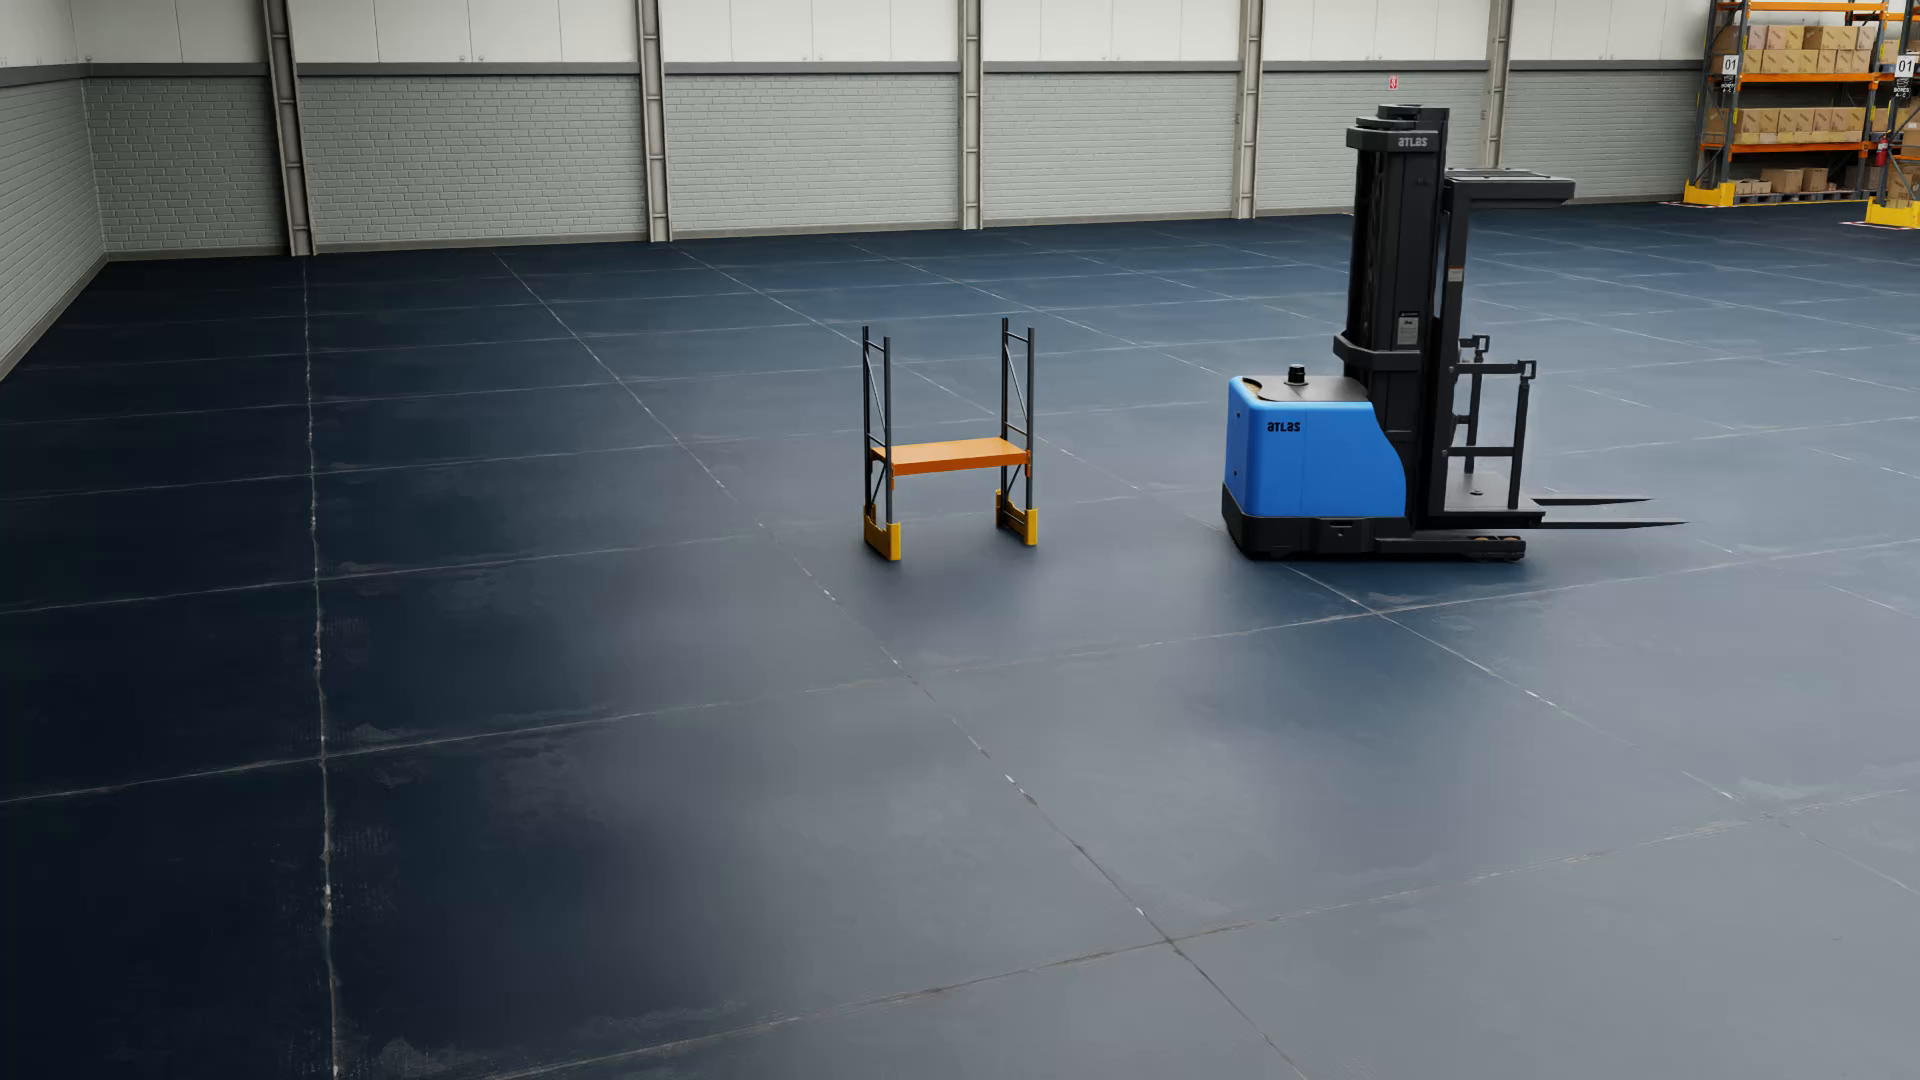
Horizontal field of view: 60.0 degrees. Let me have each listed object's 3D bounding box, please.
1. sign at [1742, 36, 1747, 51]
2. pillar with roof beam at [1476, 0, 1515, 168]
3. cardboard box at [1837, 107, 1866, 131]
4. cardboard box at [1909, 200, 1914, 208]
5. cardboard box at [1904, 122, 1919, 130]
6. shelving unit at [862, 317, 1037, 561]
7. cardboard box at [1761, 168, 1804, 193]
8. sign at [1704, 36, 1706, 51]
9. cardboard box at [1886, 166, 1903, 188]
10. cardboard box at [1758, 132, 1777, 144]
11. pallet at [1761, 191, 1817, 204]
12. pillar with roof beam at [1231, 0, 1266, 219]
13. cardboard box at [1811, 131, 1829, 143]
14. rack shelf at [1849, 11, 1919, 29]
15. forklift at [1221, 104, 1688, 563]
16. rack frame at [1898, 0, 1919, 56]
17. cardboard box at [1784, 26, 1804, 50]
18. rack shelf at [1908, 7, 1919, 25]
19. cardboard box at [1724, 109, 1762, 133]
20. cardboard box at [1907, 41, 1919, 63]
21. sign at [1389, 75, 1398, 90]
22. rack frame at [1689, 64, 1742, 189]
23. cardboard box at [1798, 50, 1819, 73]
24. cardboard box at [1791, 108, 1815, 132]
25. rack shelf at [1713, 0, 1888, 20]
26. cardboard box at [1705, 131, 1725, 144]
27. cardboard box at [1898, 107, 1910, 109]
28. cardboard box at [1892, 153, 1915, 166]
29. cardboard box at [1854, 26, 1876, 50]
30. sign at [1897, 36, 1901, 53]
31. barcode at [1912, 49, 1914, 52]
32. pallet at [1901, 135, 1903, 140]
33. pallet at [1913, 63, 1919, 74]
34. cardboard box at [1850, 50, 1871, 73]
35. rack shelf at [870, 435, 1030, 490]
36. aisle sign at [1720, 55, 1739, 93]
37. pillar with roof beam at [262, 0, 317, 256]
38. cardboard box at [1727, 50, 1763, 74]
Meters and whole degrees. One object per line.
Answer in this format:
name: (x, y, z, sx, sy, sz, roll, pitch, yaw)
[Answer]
sign: (16.855, -10.669, 35.731, 0.005, 0.325, 0.100, -6, 17, -20)
pillar with roof beam: (12.942, -10.392, 31.016, 0.400, 9.000, 9.100, -6, 17, -20)
cardboard box: (20.065, -9.525, 37.609, 0.500, 0.500, 0.500, -6, 17, -20)
cardboard box: (19.017, -6.528, 32.639, 0.500, 0.250, 0.500, -6, 17, -20)
cardboard box: (18.725, -8.098, 32.522, 0.250, 0.149, 0.380, -6, 18, -21)
shelving unit: (-0.071, -0.712, 11.361, 1.083, 1.500, 0.587, -6, 17, -20)
cardboard box: (18.574, -8.129, 37.613, 0.500, 0.500, 0.700, -7, 18, -24)
sign: (16.481, -10.965, 36.720, 0.005, 0.325, 0.100, -6, 17, -20)
cardboard box: (21.542, -8.512, 38.916, 0.500, 0.500, 0.700, -7, 18, -21)
cardboard box: (17.710, -8.913, 36.855, 0.500, 0.250, 0.500, -7, 18, -22)
pallet: (18.640, -7.817, 37.844, 1.213, 0.211, 1.003, -6, 17, -20)
pillar with roof beam: (7.340, -9.787, 28.956, 0.400, 9.000, 9.100, -6, 17, -20)
cardboard box: (19.130, -9.064, 37.370, 0.500, 0.250, 0.500, -6, 17, -20)
rack shelf: (22.263, -11.899, 38.135, 4.000, 0.370, 1.077, -6, 17, -20)
forklift: (3.397, -1.406, 11.186, 3.031, 2.935, 1.130, 0, 16, 0)
rack frame: (18.437, -10.529, 31.480, 0.127, 3.000, 1.000, -6, 17, -20)
cardboard box: (18.068, -10.996, 36.410, 0.500, 0.500, 0.500, -6, 17, -19)
rack shelf: (20.304, -10.193, 32.325, 4.000, 0.370, 1.077, -6, 17, -20)
cardboard box: (17.214, -9.220, 36.570, 0.500, 0.500, 0.500, -6, 17, -20)
cardboard box: (22.087, -11.204, 38.180, 0.500, 0.500, 0.500, -7, 18, -22)
sign: (9.038, -9.545, 34.664, 0.199, 0.298, 0.001, -6, 17, -20)
rack frame: (16.661, -8.953, 36.763, 0.127, 3.000, 1.000, -6, 17, -20)
cardboard box: (18.553, -10.576, 36.751, 0.500, 0.500, 0.500, -5, 17, -17)
cardboard box: (18.642, -9.372, 37.090, 0.500, 0.500, 0.500, -6, 17, -18)
rack shelf: (18.528, -11.686, 36.706, 4.000, 0.370, 1.077, -6, 17, -20)
cardboard box: (17.028, -8.989, 37.115, 0.500, 0.250, 0.500, -6, 17, -19)
cardboard box: (22.011, -9.787, 38.644, 0.500, 0.500, 0.700, -4, 17, -12)
cardboard box: (21.972, -8.905, 38.925, 0.500, 0.250, 0.500, -7, 18, -22)
cardboard box: (20.025, -11.211, 37.141, 0.500, 0.500, 0.500, -8, 18, -25)
sign: (18.255, -9.620, 32.280, 0.005, 0.325, 0.100, -6, 17, -20)
barcode: (18.546, -9.525, 32.357, 0.075, 0.075, 0.001, -6, 17, -20)
pallet: (22.297, -9.457, 38.820, 1.213, 0.211, 1.003, -6, 17, -20)
pallet: (19.106, -9.111, 32.135, 1.213, 0.211, 1.003, -6, 17, -20)
cardboard box: (20.010, -10.737, 37.301, 0.500, 0.500, 0.500, -6, 17, -19)
rack shelf: (-0.080, -0.538, 11.408, 1.000, 0.185, 0.538, -6, 17, -20)
aisle sign: (16.701, -10.114, 36.103, 0.004, 0.787, 0.394, -6, 17, -20)
pillar with roof beam: (-9.468, -7.972, 22.776, 0.400, 9.000, 9.100, -6, 17, -20)
cardboard box: (17.062, -10.418, 36.214, 0.500, 0.500, 0.500, -6, 17, -19)
